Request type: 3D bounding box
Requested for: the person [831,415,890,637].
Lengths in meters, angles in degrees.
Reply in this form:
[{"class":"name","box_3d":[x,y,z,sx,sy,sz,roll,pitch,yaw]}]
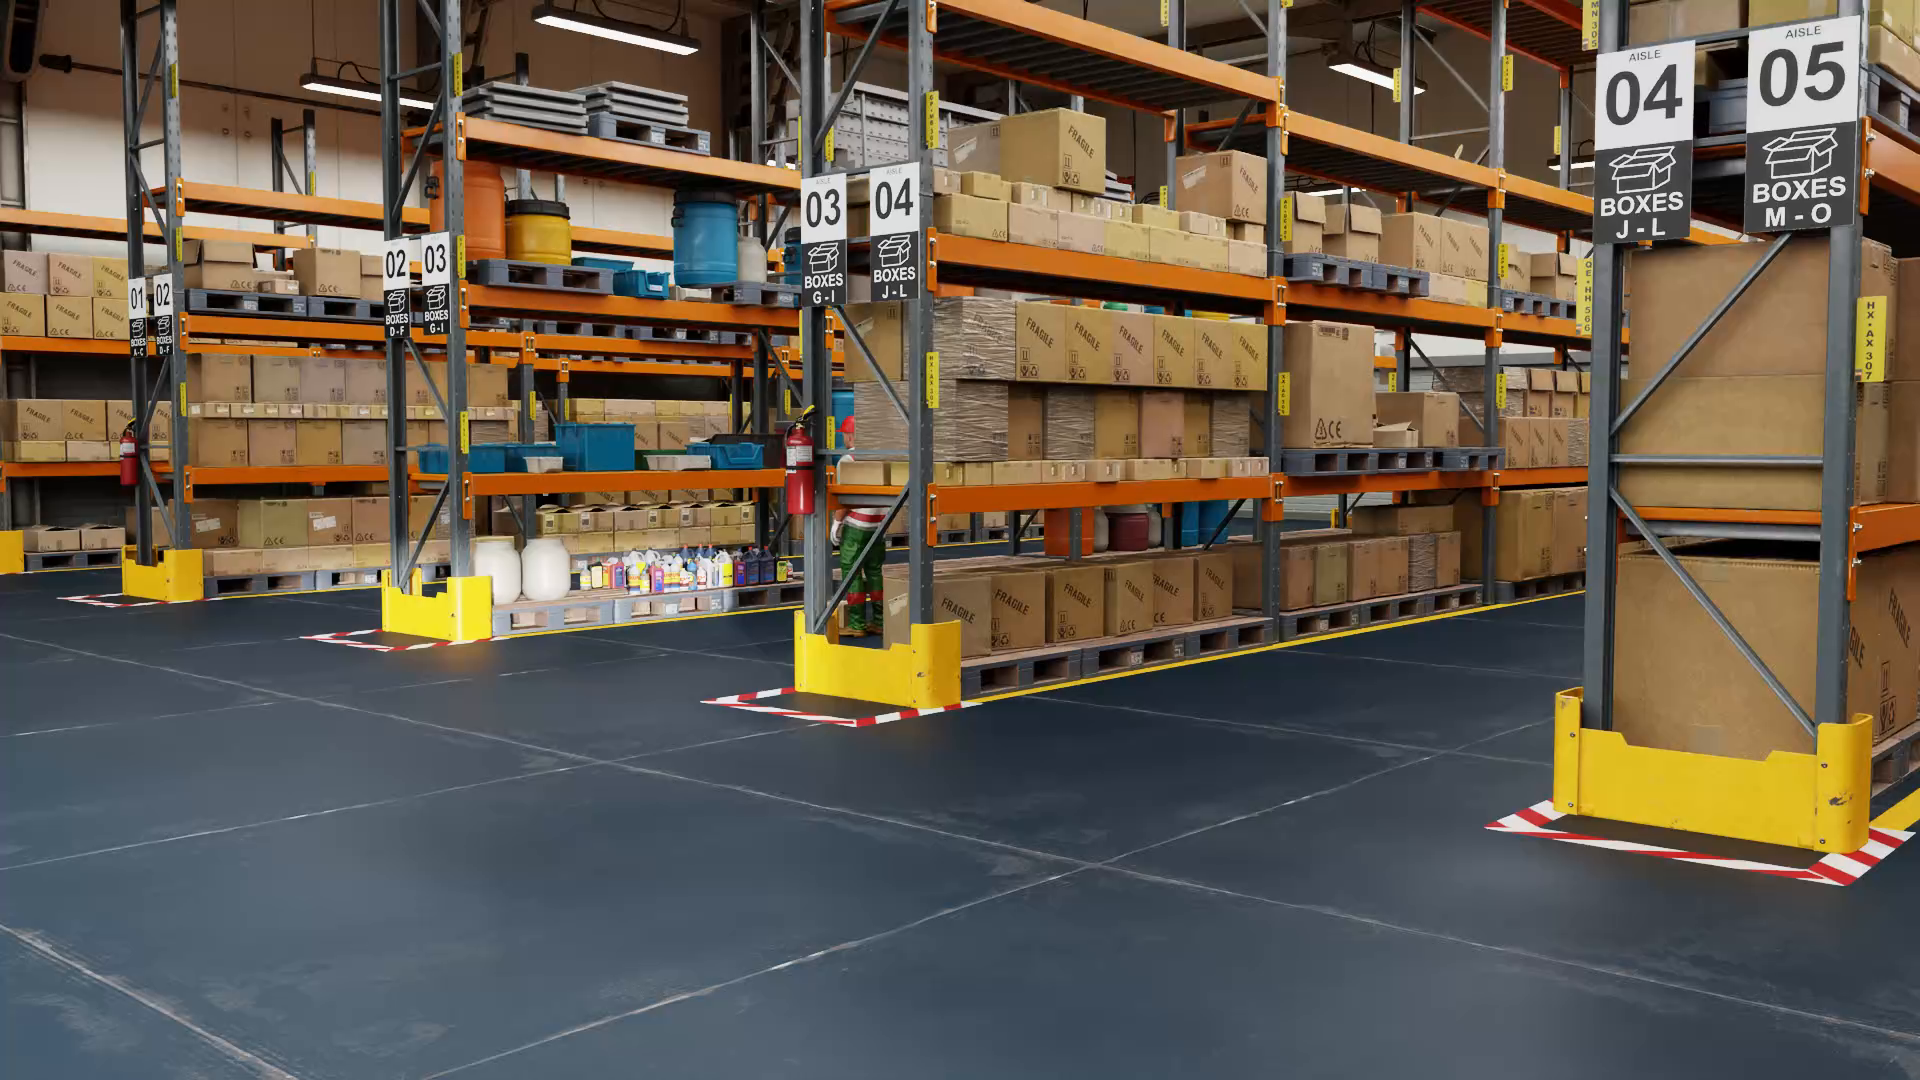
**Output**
[{"class":"person","box_3d":[-0.798,-0.116,13.446,0.448,1.780,0.608,3,5,41]}]
